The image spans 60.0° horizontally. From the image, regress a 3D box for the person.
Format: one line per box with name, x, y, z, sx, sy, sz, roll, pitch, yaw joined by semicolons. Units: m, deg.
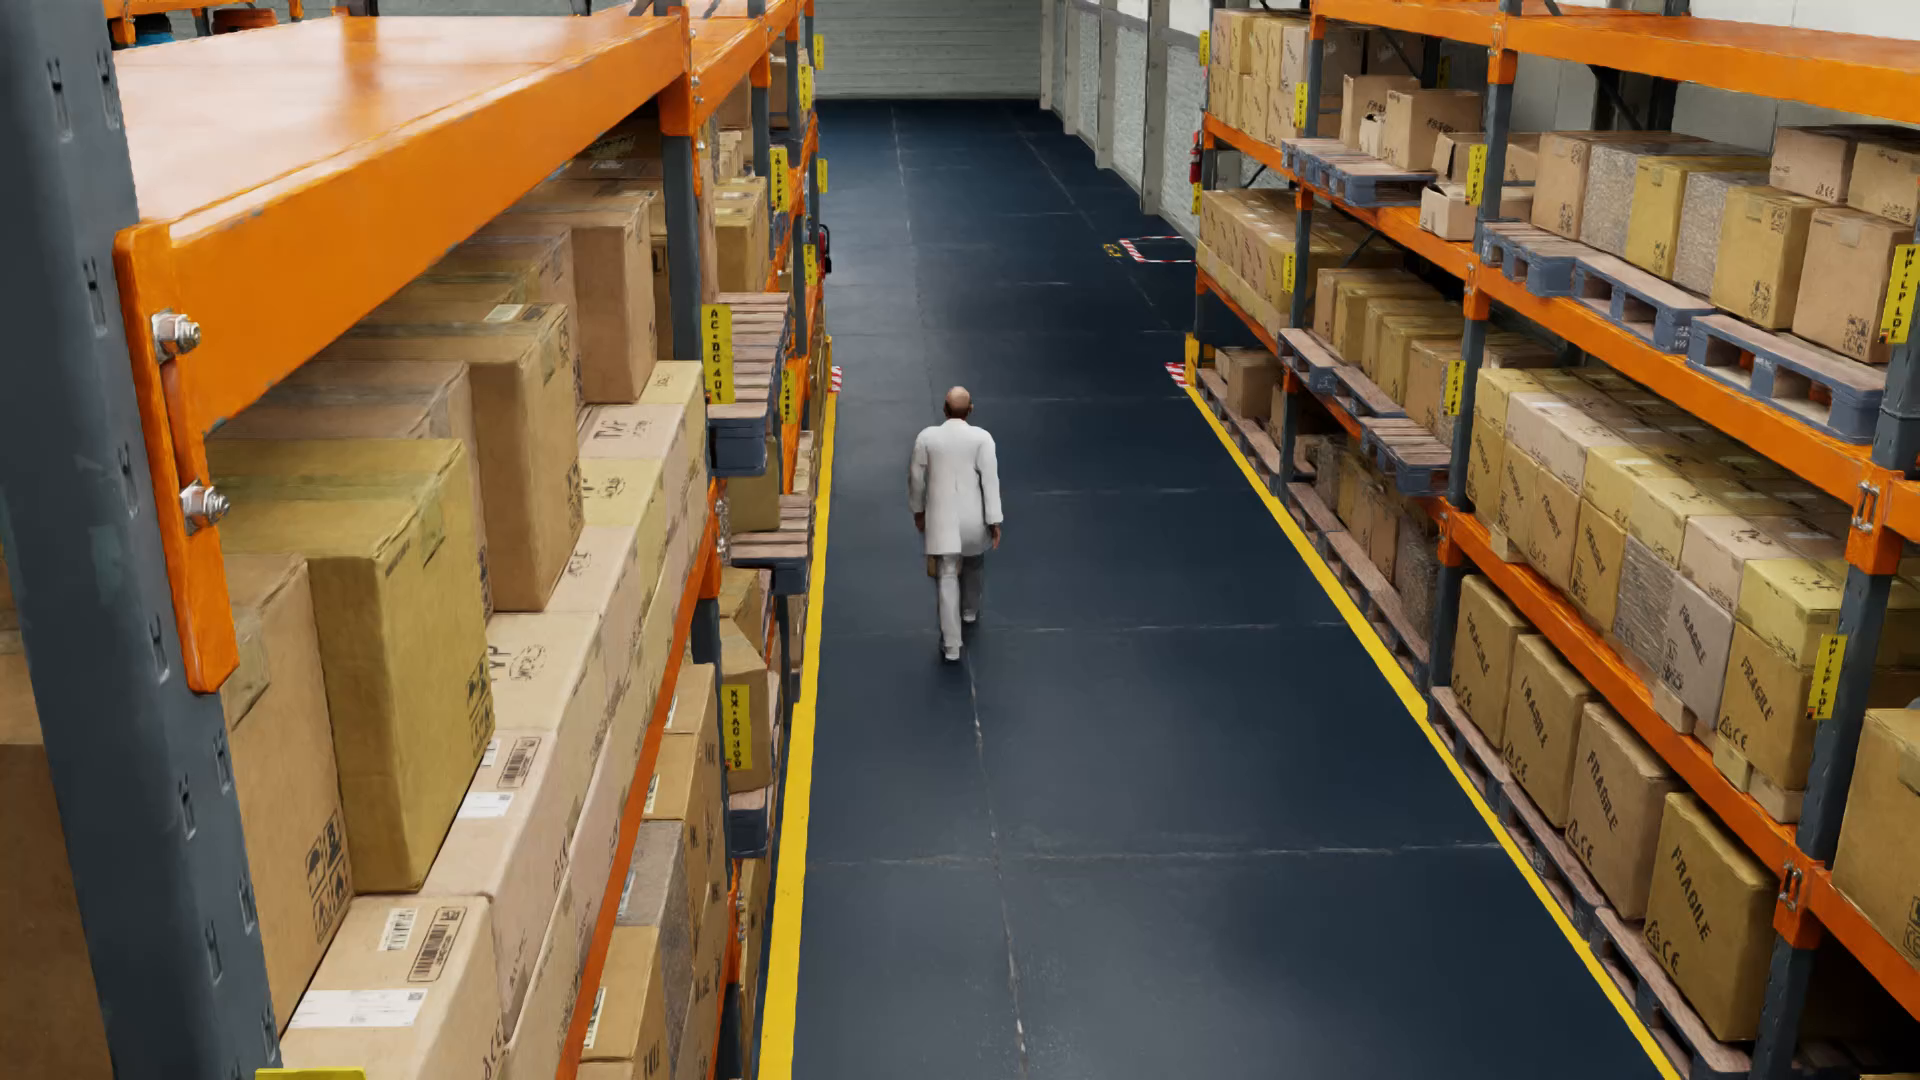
person;-0.032;-0.182;11.095;0.622;1.720;1.053;0;20;-1
